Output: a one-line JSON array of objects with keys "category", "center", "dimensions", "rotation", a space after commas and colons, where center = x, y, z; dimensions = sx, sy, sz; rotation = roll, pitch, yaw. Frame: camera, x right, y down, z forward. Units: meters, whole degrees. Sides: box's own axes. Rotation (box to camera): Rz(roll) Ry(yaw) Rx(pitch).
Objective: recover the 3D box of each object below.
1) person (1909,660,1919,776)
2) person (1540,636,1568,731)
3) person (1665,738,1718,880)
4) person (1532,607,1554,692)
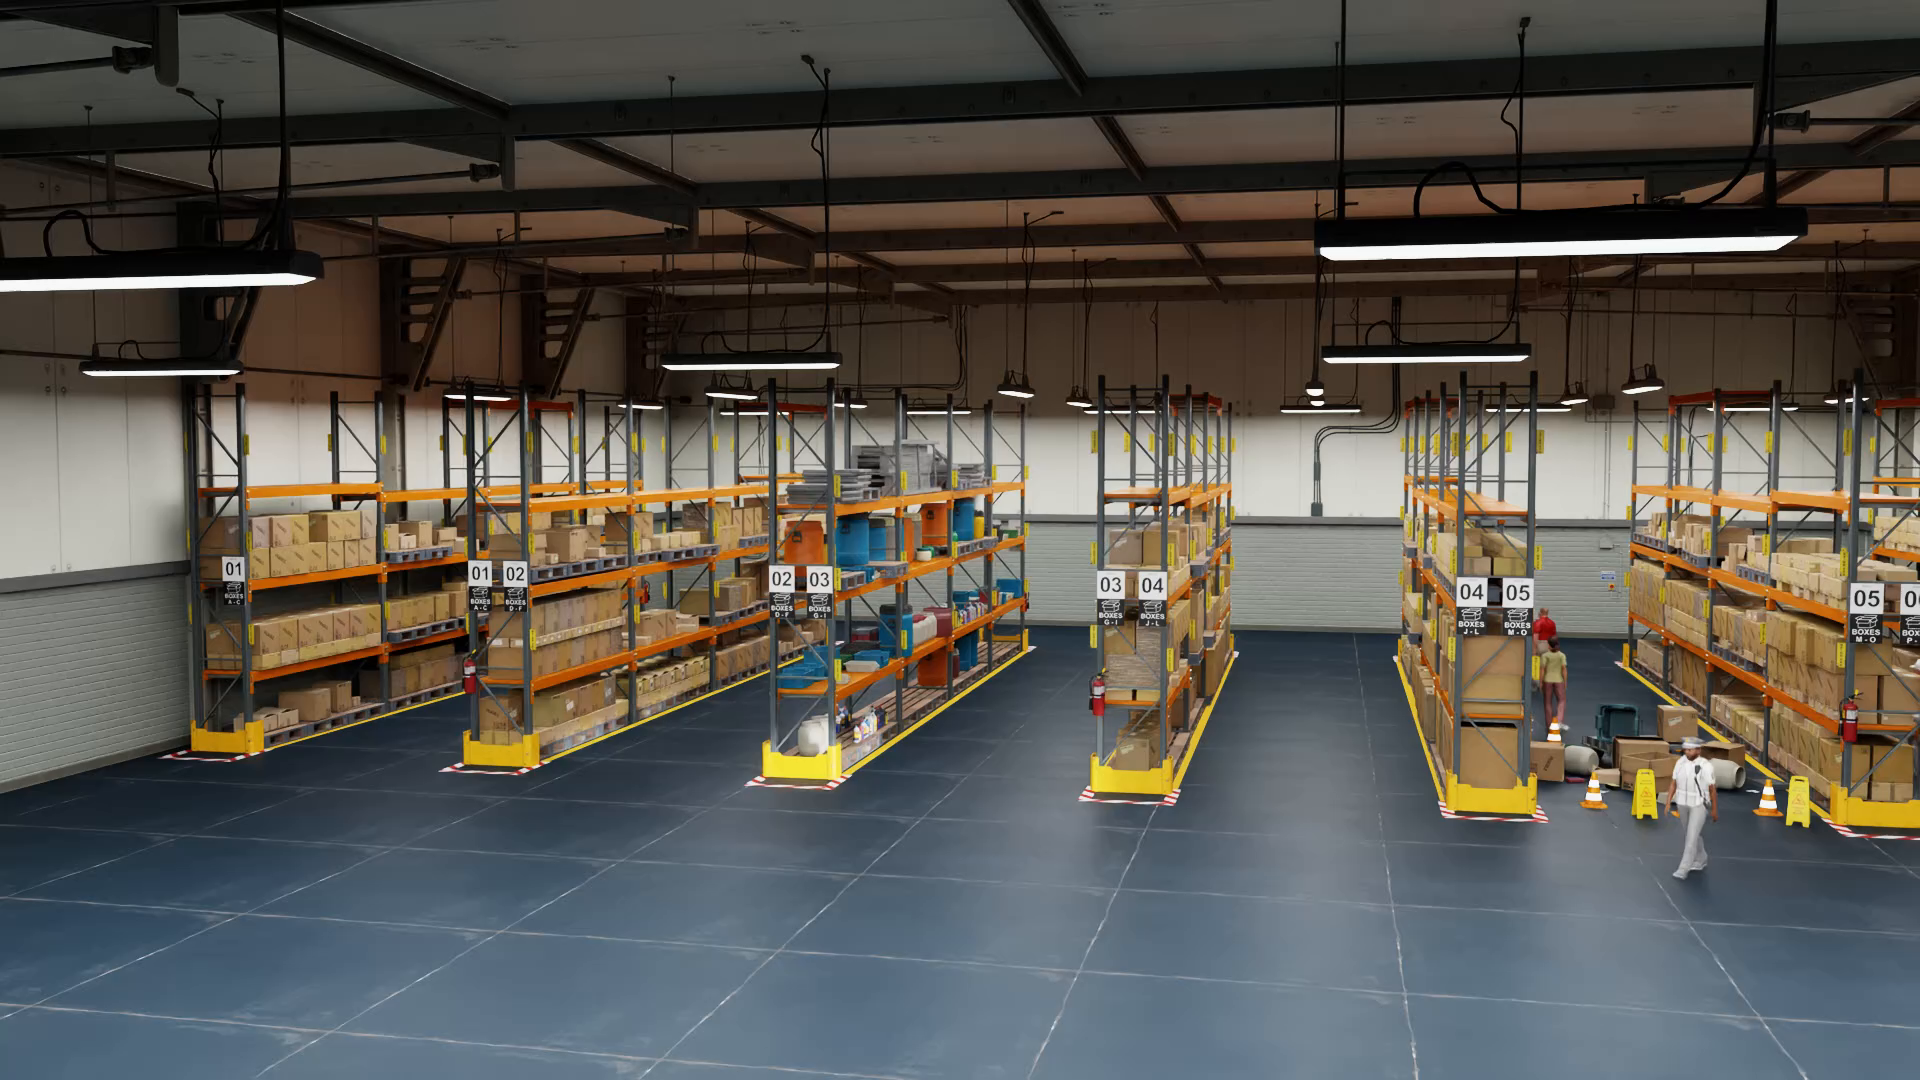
[{"category": "person", "center": [14.559, 2.683, 25.144], "dimensions": [0.527, 1.776, 0.458], "rotation": [0, 3, 7]}, {"category": "person", "center": [10.369, 2.511, 29.039], "dimensions": [0.472, 1.669, 0.499], "rotation": [0, 3, 3]}, {"category": "person", "center": [8.437, 3.084, 19.267], "dimensions": [1.039, 1.606, 0.469], "rotation": [-2, 4, -26]}, {"category": "person", "center": [11.784, 2.242, 33.604], "dimensions": [0.520, 1.772, 0.614], "rotation": [-1, 3, -13]}]
